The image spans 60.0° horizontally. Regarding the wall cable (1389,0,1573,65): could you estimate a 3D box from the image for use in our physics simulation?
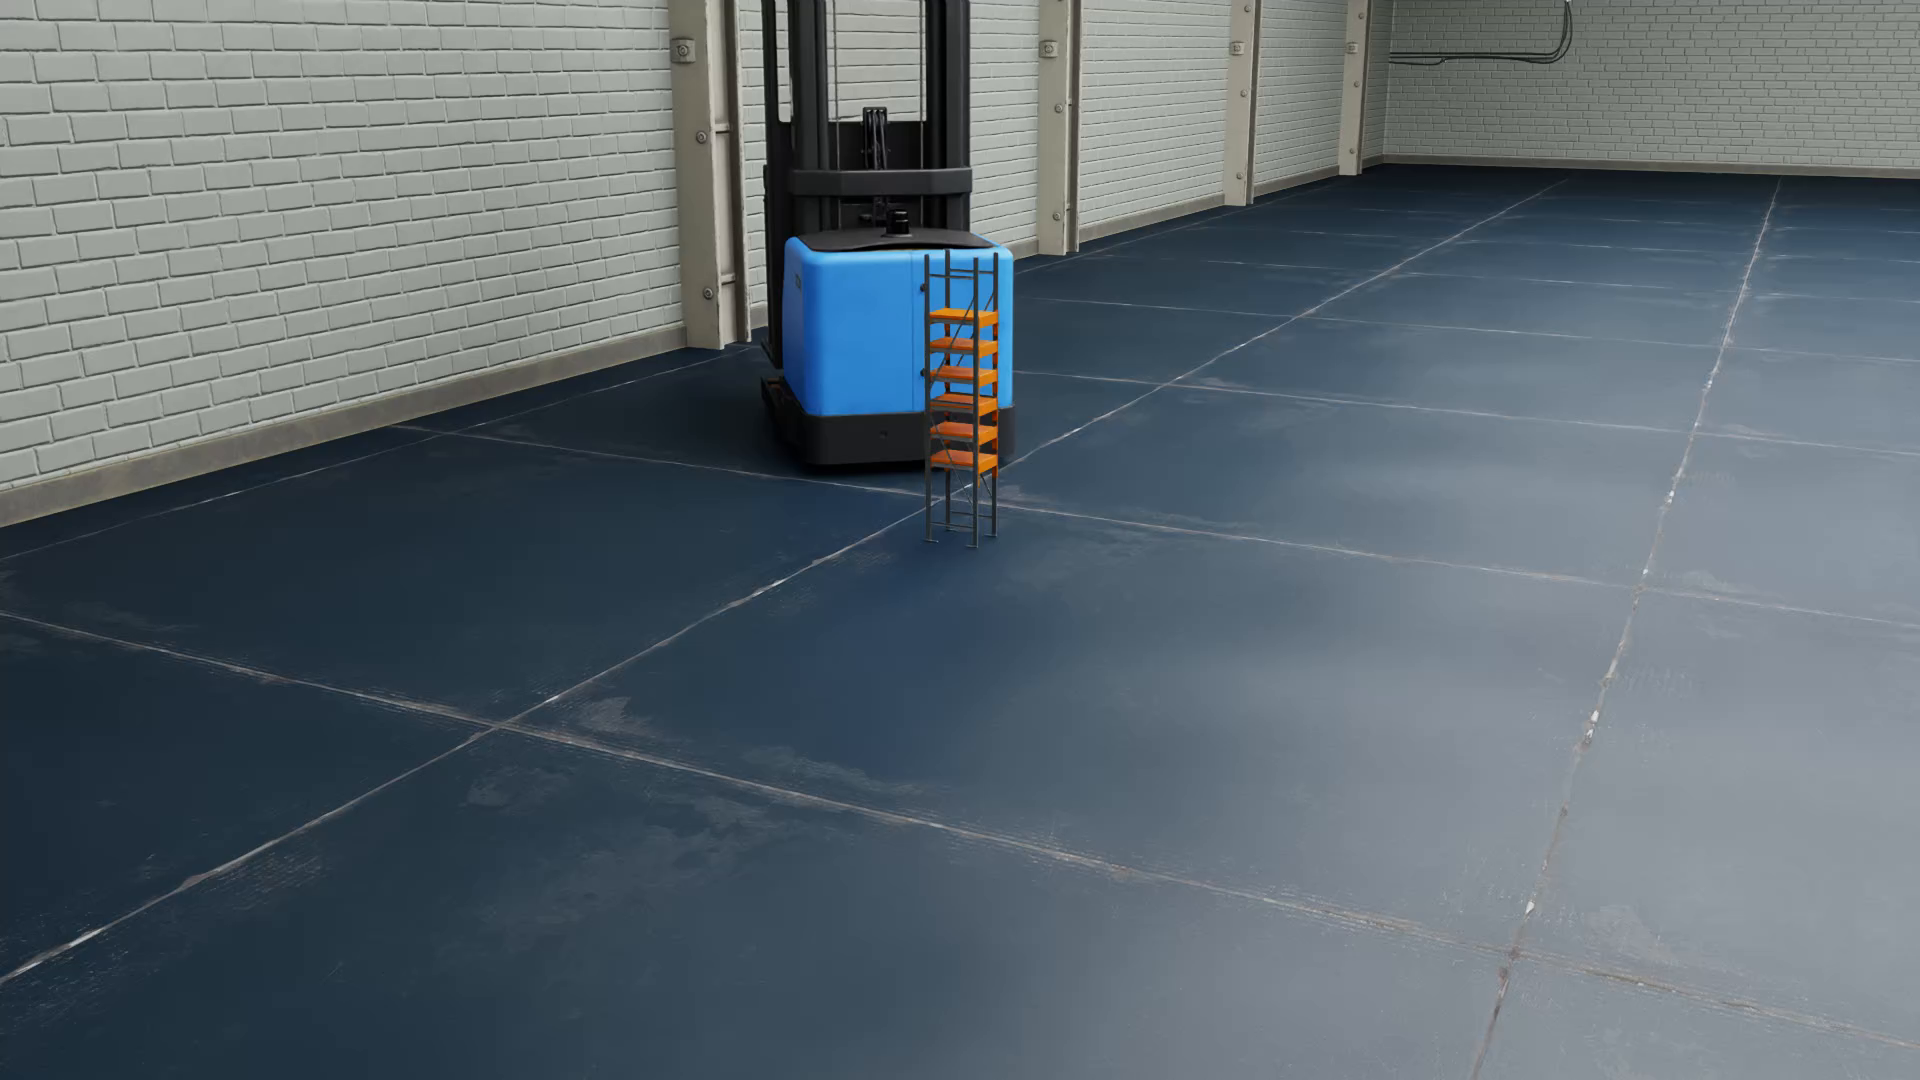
[{"bbox_3d":[8.844,-9.371,28.222,3.097,2.526,0.112,8,18,25],"label":"wall cable"}]

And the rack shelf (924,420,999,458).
[{"bbox_3d":[0.006,-0.421,6.913,0.258,0.103,0.180,8,18,25],"label":"rack shelf"}]

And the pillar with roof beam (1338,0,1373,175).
[{"bbox_3d":[10.196,-9.729,23.976,9.100,9.000,0.400,8,18,25],"label":"pillar with roof beam"}]

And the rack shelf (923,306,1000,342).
[{"bbox_3d":[0.006,-0.881,6.776,0.258,0.103,0.180,8,18,25],"label":"rack shelf"}]

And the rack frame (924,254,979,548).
[{"bbox_3d":[-0.034,-0.556,6.787,0.240,1.200,0.006,8,18,25],"label":"rack frame"}]

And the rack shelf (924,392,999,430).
[{"bbox_3d":[0.006,-0.536,6.879,0.258,0.103,0.180,8,18,25],"label":"rack shelf"}]

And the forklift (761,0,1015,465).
[{"bbox_3d":[-0.539,-2.143,9.092,1.130,2.935,3.031,-3,17,-12],"label":"forklift"}]

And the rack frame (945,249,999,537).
[{"bbox_3d":[0.047,-0.602,6.944,0.240,1.200,0.006,8,18,25],"label":"rack frame"}]

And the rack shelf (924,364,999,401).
[{"bbox_3d":[0.006,-0.651,6.844,0.258,0.103,0.180,8,18,25],"label":"rack shelf"}]

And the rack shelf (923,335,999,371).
[{"bbox_3d":[0.006,-0.766,6.810,0.258,0.103,0.180,8,18,25],"label":"rack shelf"}]

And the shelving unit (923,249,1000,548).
[{"bbox_3d":[0.006,-0.579,6.866,0.258,1.200,0.189,8,18,25],"label":"shelving unit"}]

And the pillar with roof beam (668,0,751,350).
[{"bbox_3d":[2.152,-5.144,8.539,9.100,9.000,0.400,8,18,25],"label":"pillar with roof beam"}]

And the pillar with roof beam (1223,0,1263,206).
[{"bbox_3d":[7.515,-8.201,18.830,9.100,9.000,0.400,8,18,25],"label":"pillar with roof beam"}]

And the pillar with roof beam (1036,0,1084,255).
[{"bbox_3d":[4.833,-6.673,13.685,9.100,9.000,0.400,8,18,25],"label":"pillar with roof beam"}]

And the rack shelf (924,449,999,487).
[{"bbox_3d":[0.006,-0.306,6.947,0.258,0.103,0.180,8,18,25],"label":"rack shelf"}]
